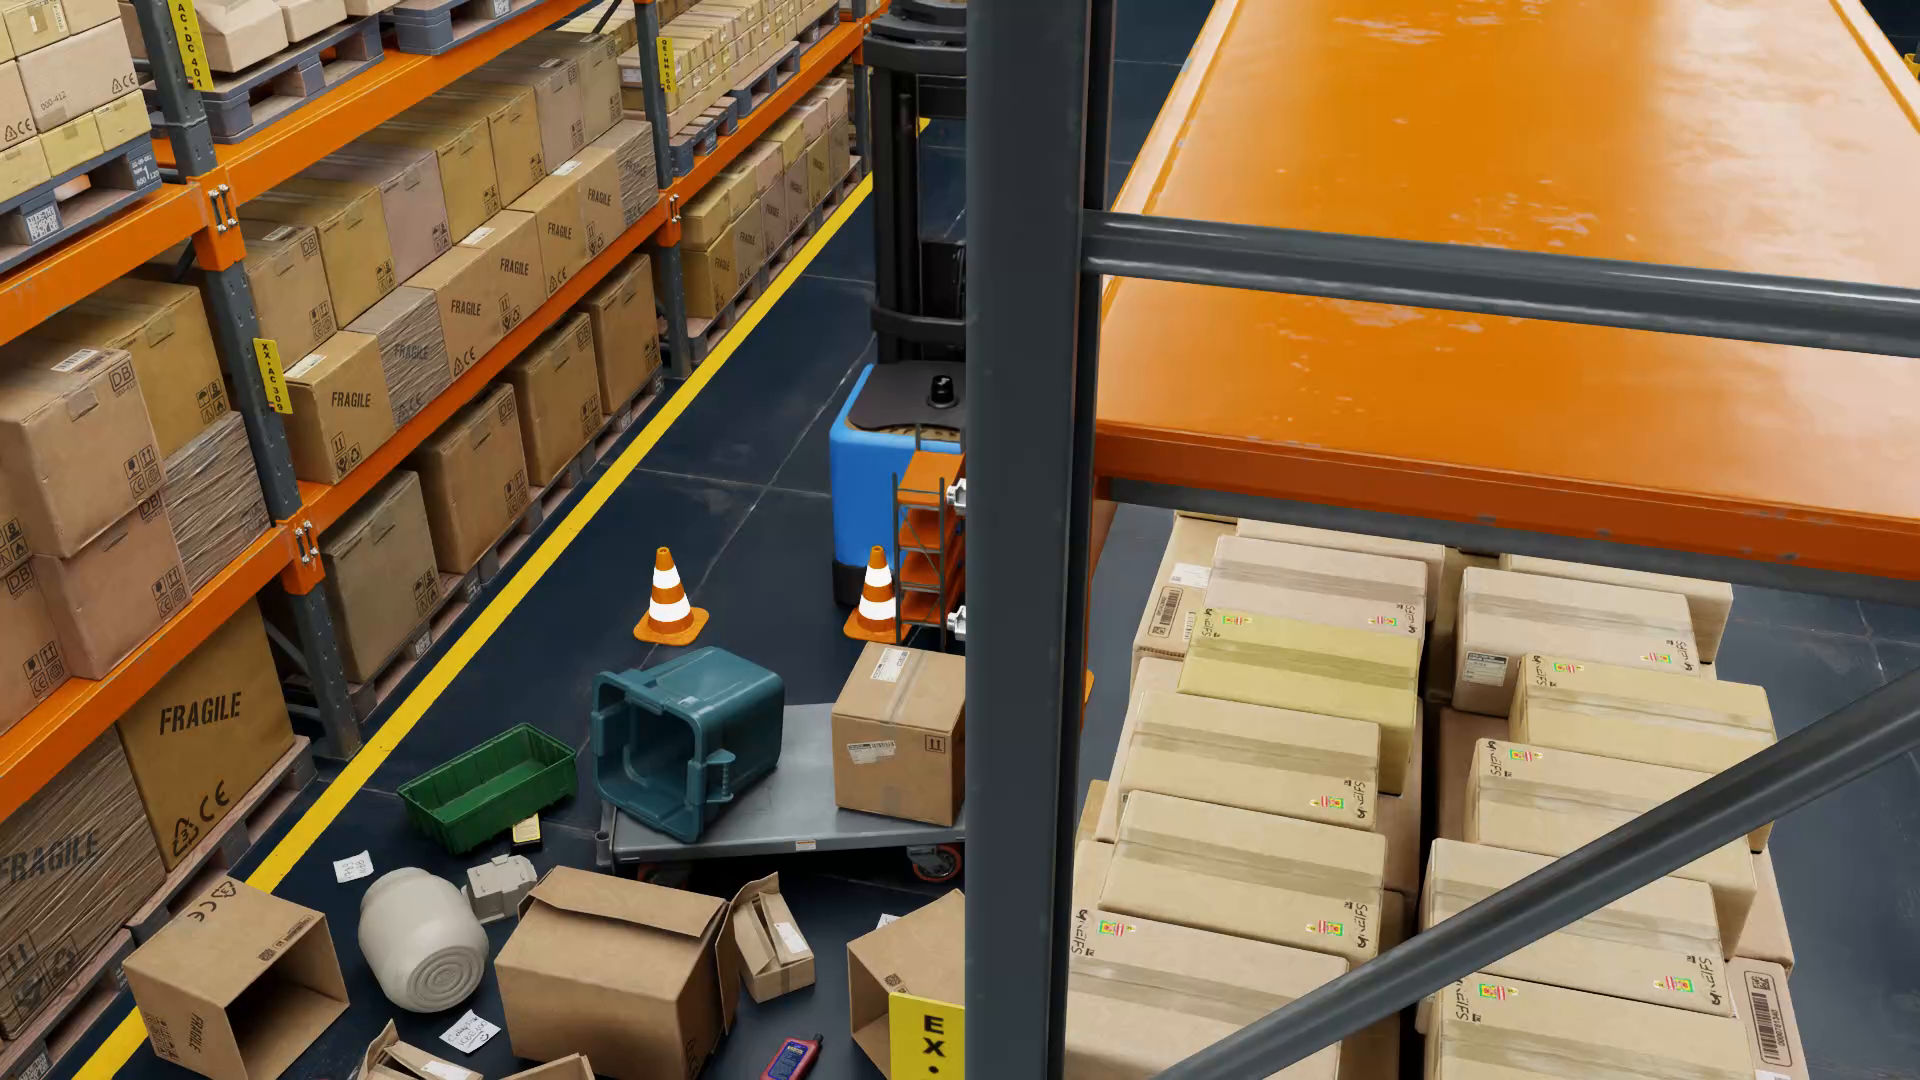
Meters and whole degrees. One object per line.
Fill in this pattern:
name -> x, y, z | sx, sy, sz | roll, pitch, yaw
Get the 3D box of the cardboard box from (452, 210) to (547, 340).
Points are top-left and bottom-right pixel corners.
cardboard box -> -2.516, -1.395, 8.625 | 0.500, 0.500, 0.500 | 9, 33, 13

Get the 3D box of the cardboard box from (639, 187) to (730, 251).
cardboard box -> -1.872, -2.172, 11.179 | 0.500, 0.250, 0.500 | 7, 33, 10

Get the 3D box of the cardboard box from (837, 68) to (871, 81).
cardboard box -> -0.851, -3.994, 14.518 | 0.380, 0.149, 0.250 | 10, 34, 15

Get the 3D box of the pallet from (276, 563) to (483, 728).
pallet -> -3.173, 0.434, 8.441 | 1.003, 0.211, 1.213 | 8, 33, 12

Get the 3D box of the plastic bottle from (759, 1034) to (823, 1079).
plastic bottle -> -0.624, 1.944, 6.205 | 0.133, 0.061, 0.283 | 14, 35, 21

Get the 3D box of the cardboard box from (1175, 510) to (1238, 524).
cardboard box -> 0.660, -0.147, 3.451 | 0.380, 0.149, 0.250 | 9, 33, 14

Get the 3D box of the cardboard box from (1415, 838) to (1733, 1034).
cardboard box -> 0.839, 0.579, 2.308 | 0.380, 0.149, 0.250 | 8, 33, 12

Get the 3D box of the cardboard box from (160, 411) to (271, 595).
cardboard box -> -3.378, -0.202, 6.703 | 0.875, 0.550, 0.550 | 8, 33, 12

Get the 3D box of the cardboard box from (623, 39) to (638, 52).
cardboard box -> -2.401, -3.328, 11.325 | 0.380, 0.149, 0.250 | 8, 33, 12

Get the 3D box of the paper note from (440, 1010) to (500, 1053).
paper note -> -1.870, 1.878, 6.345 | 0.172, 0.023, 0.155 | 20, 38, 29

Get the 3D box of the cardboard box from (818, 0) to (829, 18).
cardboard box -> -1.240, -4.187, 12.953 | 0.380, 0.149, 0.250 | 8, 33, 13

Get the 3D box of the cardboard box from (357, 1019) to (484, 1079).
cardboard box -> -1.951, 1.964, 5.982 | 0.396, 0.266, 0.258 | 14, 35, 21

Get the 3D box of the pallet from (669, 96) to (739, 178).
pallet -> -2.203, -2.711, 10.968 | 1.213, 0.211, 1.003 | 8, 33, 12

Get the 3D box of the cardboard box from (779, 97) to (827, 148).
cardboard box -> -1.353, -3.237, 12.855 | 0.500, 0.250, 0.500 | 10, 34, 15

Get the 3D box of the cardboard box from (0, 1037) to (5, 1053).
cardboard box -> -3.981, 1.645, 5.525 | 0.875, 0.875, 0.875 | 8, 33, 12

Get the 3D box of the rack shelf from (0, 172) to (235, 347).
rack shelf -> -3.803, -0.257, 4.802 | 1.077, 0.370, 4.000 | 8, 33, 12

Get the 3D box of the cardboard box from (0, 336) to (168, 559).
cardboard box -> -3.450, -0.363, 5.949 | 0.875, 0.550, 0.550 | 8, 33, 12

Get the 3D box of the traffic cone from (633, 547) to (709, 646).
traffic cone -> -1.495, 0.248, 8.498 | 0.336, 0.463, 0.334 | 8, 33, 12

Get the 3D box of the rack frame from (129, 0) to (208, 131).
rack frame -> -3.296, -2.864, 5.437 | 1.000, 3.000, 0.127 | 8, 33, 12

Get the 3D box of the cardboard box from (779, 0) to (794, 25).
cardboard box -> -1.439, -3.904, 12.231 | 0.380, 0.149, 0.250 | 6, 33, 10

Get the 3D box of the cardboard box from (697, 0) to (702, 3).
cardboard box -> -2.071, -3.995, 12.373 | 0.380, 0.149, 0.250 | 9, 34, 14

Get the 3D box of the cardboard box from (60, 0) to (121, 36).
cardboard box -> -3.080, -1.815, 5.589 | 0.380, 0.149, 0.250 | 8, 33, 12

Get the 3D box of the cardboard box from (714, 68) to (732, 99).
cardboard box -> -1.769, -3.103, 11.248 | 0.380, 0.149, 0.250 | 10, 34, 15

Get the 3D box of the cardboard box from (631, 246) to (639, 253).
cardboard box -> -2.367, -1.907, 11.463 | 0.500, 0.500, 0.500 | 8, 33, 12

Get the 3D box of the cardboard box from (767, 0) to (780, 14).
cardboard box -> -1.510, -3.895, 11.939 | 0.380, 0.149, 0.250 | 7, 33, 10

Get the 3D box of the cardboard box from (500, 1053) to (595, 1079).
cardboard box -> -1.500, 2.162, 5.449 | 0.797, 0.503, 0.637 | -14, 35, -21

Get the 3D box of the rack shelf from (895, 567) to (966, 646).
rack shelf -> -0.142, 0.310, 8.209 | 0.258, 0.148, 0.480 | 6, 33, 9

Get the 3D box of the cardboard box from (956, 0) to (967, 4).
cardboard box -> -0.140, -5.475, 16.848 | 0.380, 0.149, 0.250 | 8, 33, 13

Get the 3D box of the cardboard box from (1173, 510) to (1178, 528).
cardboard box -> 0.754, -0.058, 3.682 | 0.500, 0.250, 0.500 | 8, 33, 13

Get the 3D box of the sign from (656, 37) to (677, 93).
sign -> -1.743, -2.823, 9.885 | 0.100, 0.325, 0.005 | 8, 33, 12

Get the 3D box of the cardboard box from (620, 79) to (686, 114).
cardboard box -> -1.964, -2.828, 10.538 | 0.380, 0.149, 0.250 | 9, 34, 15

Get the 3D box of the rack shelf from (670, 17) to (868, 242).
rack shelf -> -1.773, -3.142, 12.137 | 1.077, 0.370, 4.000 | 8, 33, 12

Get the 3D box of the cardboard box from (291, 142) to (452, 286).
cardboard box -> -2.918, -1.584, 7.991 | 0.700, 0.500, 0.500 | 8, 33, 13

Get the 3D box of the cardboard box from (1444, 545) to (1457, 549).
cardboard box -> 1.281, 0.018, 3.563 | 0.500, 0.250, 0.500 | 9, 33, 13

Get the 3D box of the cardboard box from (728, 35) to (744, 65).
cardboard box -> -1.705, -3.368, 11.388 | 0.380, 0.149, 0.250 | 8, 33, 12

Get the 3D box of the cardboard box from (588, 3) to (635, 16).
cardboard box -> -2.336, -3.576, 11.438 | 0.380, 0.149, 0.250 | 8, 33, 12

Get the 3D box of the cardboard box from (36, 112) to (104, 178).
cardboard box -> -3.143, -1.348, 5.598 | 0.380, 0.149, 0.250 | 9, 33, 13

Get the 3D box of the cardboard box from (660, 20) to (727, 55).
cardboard box -> -1.776, -3.348, 11.078 | 0.380, 0.149, 0.250 | 7, 33, 10

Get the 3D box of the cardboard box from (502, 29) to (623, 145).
cardboard box -> -2.404, -2.640, 9.652 | 0.700, 0.500, 0.500 | 8, 33, 12

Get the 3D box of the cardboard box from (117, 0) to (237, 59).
cardboard box -> -3.271, -2.143, 6.753 | 0.500, 0.250, 0.500 | 8, 33, 13

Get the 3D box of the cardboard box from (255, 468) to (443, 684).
cardboard box -> -3.225, 0.106, 8.063 | 1.050, 0.750, 0.750 | 8, 33, 12

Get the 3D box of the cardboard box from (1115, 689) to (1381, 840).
cardboard box -> 0.453, 0.389, 2.606 | 0.380, 0.149, 0.250 | 8, 33, 12

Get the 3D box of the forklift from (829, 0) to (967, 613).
forklift -> 0.134, -1.590, 9.088 | 1.130, 2.935, 3.031 | 6, 33, 10

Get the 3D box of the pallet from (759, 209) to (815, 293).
pallet -> -1.769, -2.268, 12.690 | 1.003, 0.211, 1.213 | 8, 33, 12

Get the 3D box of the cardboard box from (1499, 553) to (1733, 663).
cardboard box -> 1.213, 0.071, 3.106 | 0.380, 0.149, 0.250 | 9, 34, 14

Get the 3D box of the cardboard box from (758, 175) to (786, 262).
cardboard box -> -1.604, -2.391, 12.223 | 0.500, 0.500, 0.500 | 7, 33, 11

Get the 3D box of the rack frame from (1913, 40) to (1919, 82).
rack frame -> 9.365, -5.264, 14.804 | 1.000, 3.000, 0.127 | 8, 33, 12

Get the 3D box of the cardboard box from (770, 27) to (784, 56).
cardboard box -> -1.502, -3.645, 12.101 | 0.380, 0.149, 0.250 | 9, 34, 14

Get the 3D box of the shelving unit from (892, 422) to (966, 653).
shelving unit -> -0.142, 0.086, 8.067 | 0.258, 1.200, 0.503 | 6, 33, 9
